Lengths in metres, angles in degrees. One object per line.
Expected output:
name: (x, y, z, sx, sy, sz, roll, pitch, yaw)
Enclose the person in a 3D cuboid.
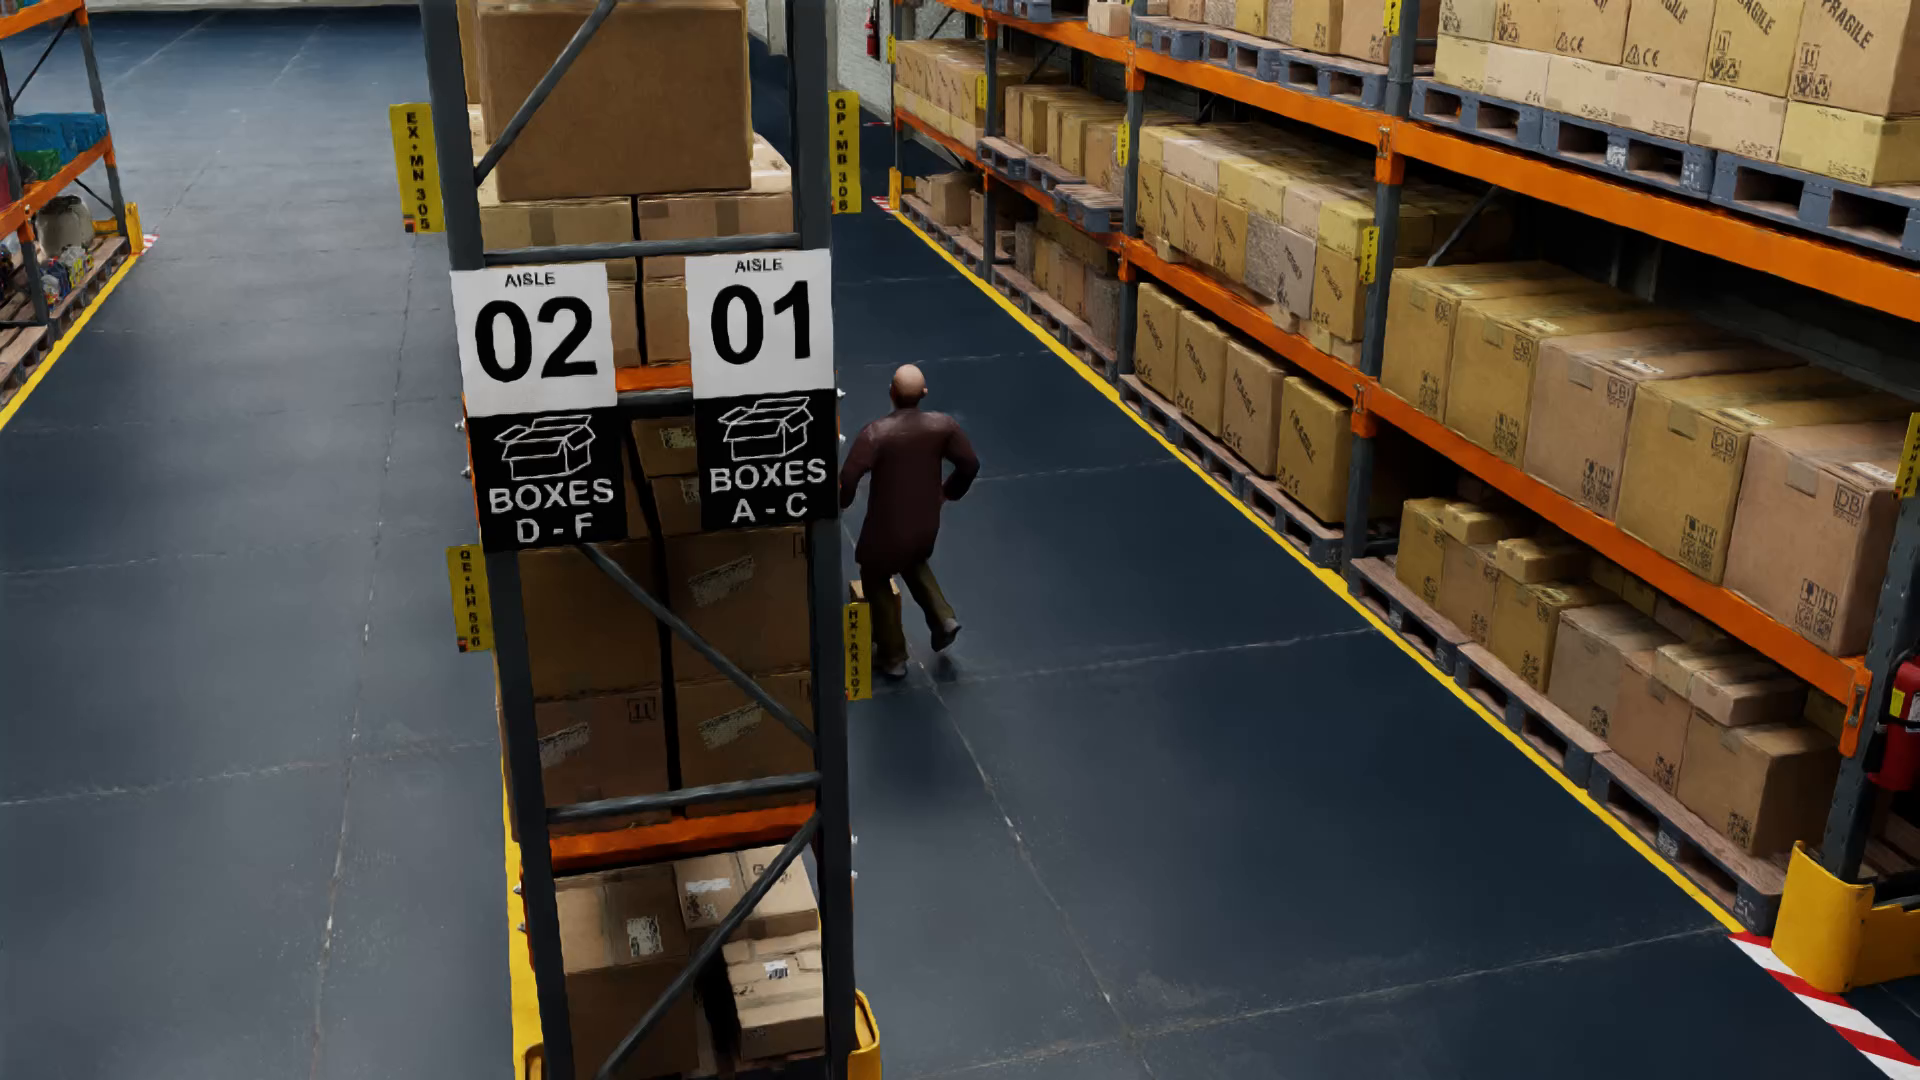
person: (-0.328, -0.110, 8.918, 0.785, 1.747, 0.517, -13, 26, -28)
